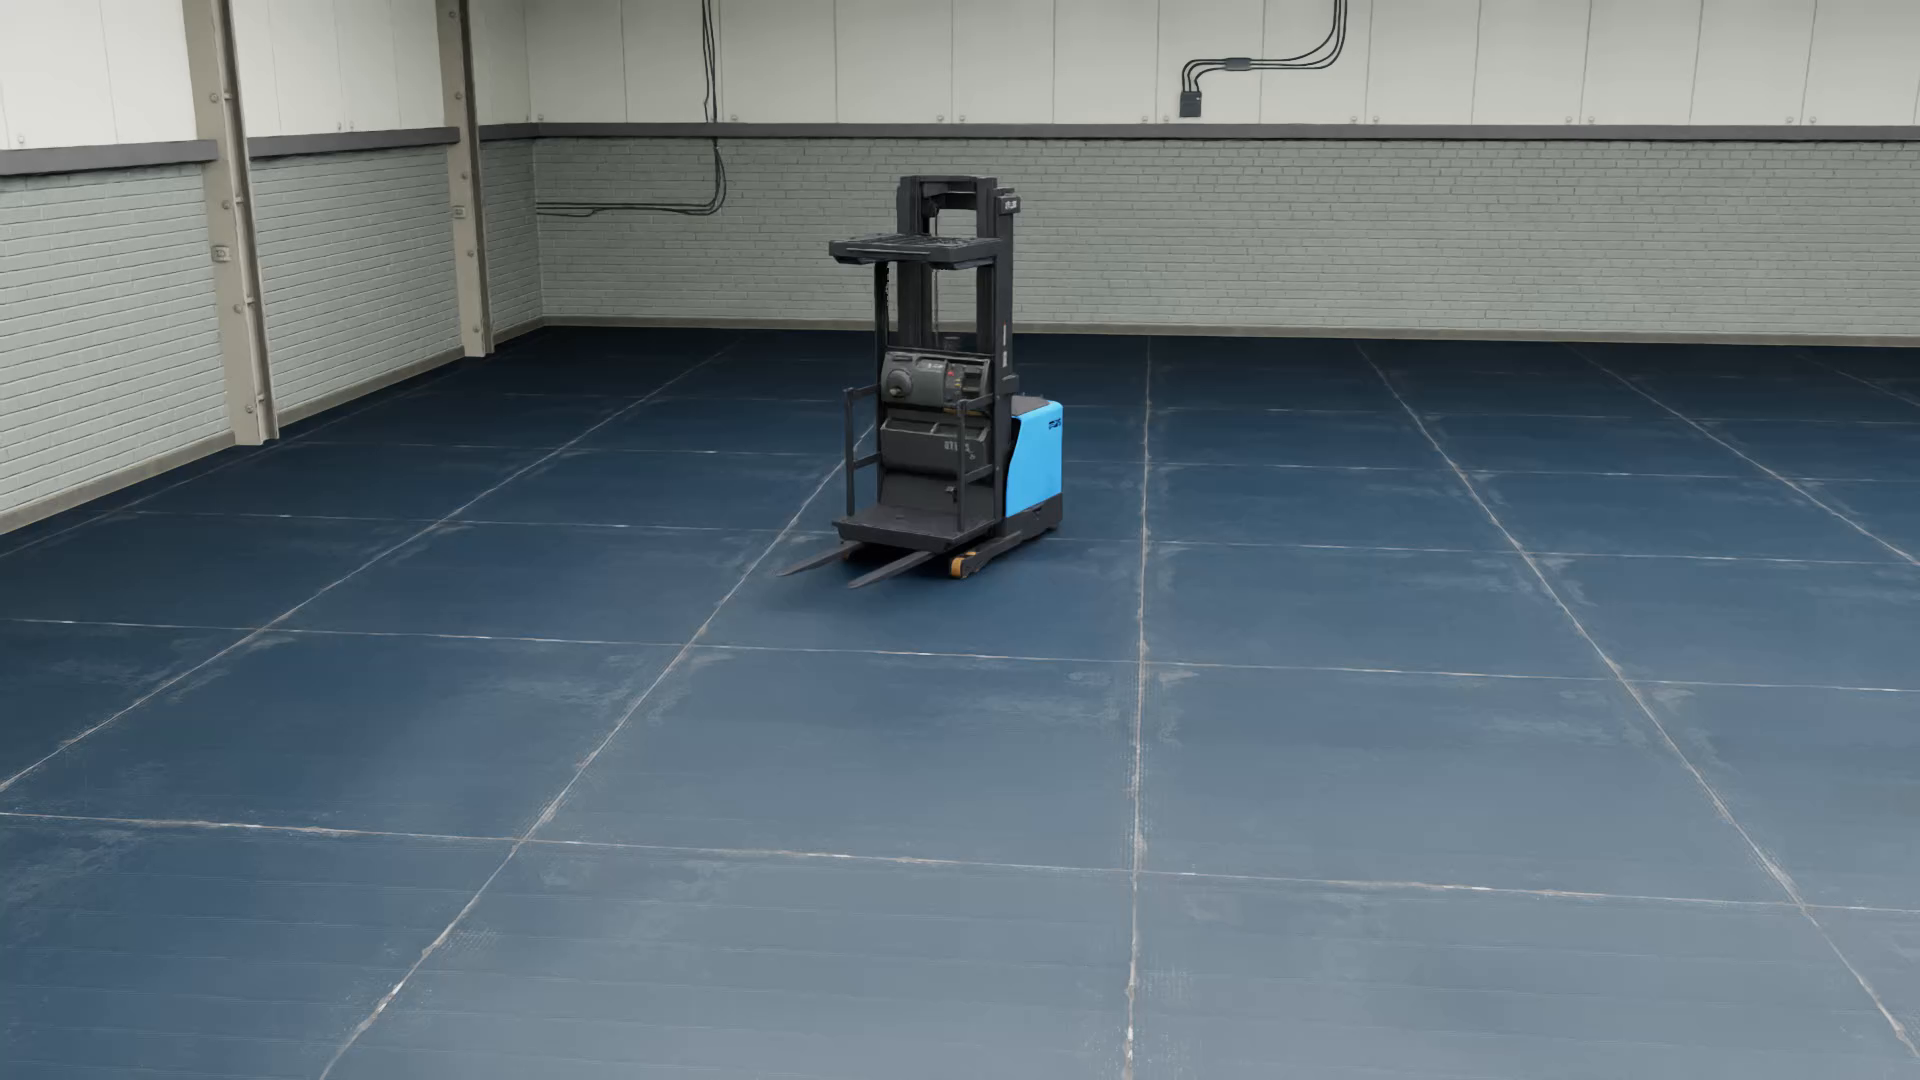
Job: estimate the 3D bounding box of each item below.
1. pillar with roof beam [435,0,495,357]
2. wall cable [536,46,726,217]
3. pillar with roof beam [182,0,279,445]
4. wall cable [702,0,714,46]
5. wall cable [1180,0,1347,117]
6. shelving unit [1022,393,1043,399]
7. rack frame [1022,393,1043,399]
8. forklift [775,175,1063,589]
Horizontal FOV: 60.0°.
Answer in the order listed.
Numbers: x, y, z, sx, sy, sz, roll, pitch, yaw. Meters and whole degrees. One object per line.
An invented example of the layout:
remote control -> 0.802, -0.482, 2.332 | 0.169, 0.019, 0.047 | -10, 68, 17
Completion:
pillar with roof beam -> -2.457, -6.815, 21.625 | 9.100, 9.000, 0.400 | 2, 15, 6
wall cable -> -5.088, -6.168, 25.181 | 3.097, 2.526, 0.112 | 2, 15, 6
pillar with roof beam -> -3.134, -5.259, 15.870 | 9.100, 9.000, 0.400 | 2, 15, 6
wall cable -> -2.400, -8.526, 24.227 | 3.097, 2.526, 0.112 | 2, 15, 6
wall cable -> 4.343, -9.025, 23.282 | 2.305, 6.003, 0.169 | 2, 15, 6
shelving unit -> 0.556, -0.723, 14.312 | 0.215, 1.050, 0.252 | 8, 16, 28
rack frame -> 0.615, -0.748, 14.415 | 0.200, 1.050, 0.008 | 8, 16, 28
forklift -> -0.294, -1.255, 12.687 | 1.130, 2.935, 3.031 | 8, 17, 28
